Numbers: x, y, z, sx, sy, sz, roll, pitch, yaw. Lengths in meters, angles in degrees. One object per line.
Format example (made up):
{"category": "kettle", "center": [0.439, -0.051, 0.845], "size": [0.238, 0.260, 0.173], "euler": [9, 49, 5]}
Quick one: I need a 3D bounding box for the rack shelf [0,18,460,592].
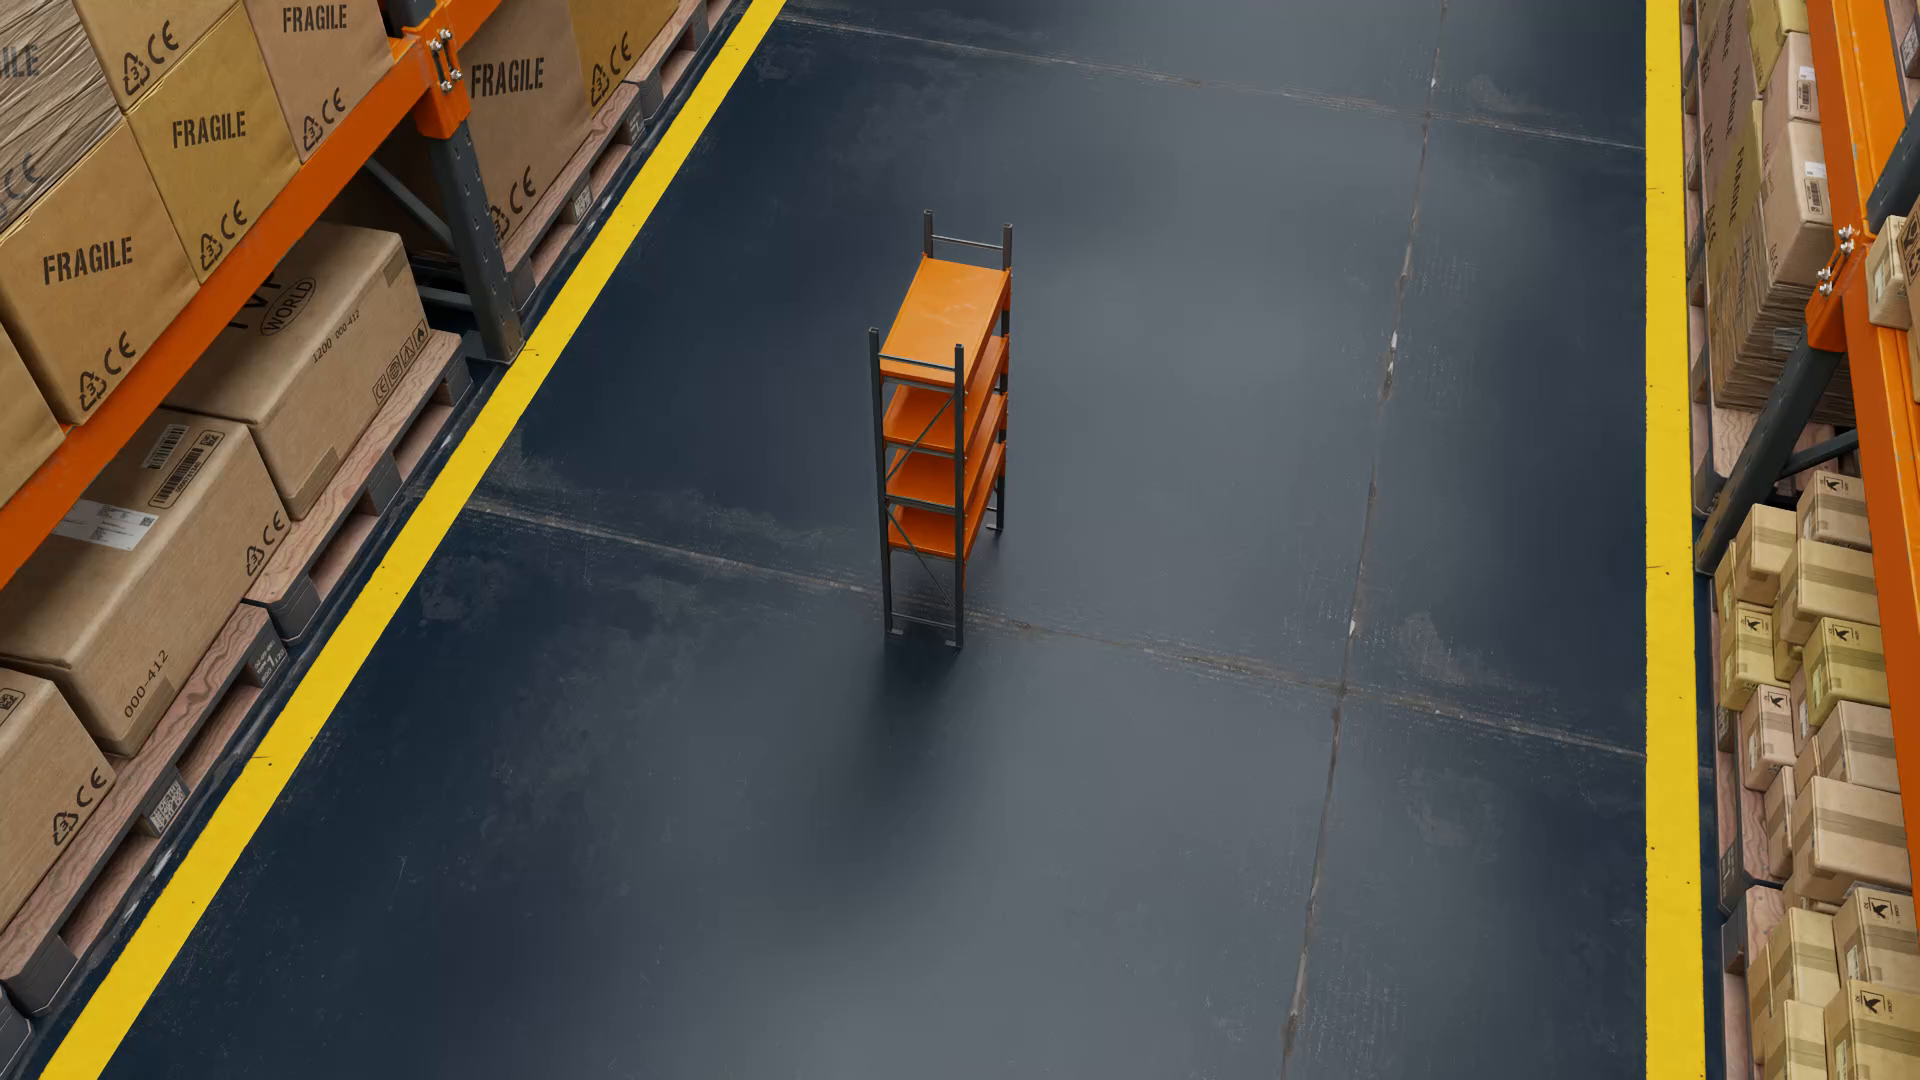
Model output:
{"category": "rack shelf", "center": [-2.553, -0.051, 3.774], "size": [1.077, 0.370, 4.000], "euler": [12, 50, 10]}

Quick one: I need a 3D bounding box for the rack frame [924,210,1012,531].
{"category": "rack frame", "center": [0.021, -0.454, 4.850], "size": [0.240, 1.200, 0.015], "euler": [12, 50, 10]}

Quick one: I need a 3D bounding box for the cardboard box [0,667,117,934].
{"category": "cardboard box", "center": [-2.769, 0.706, 4.055], "size": [0.875, 0.438, 0.875], "euler": [13, 50, 11]}

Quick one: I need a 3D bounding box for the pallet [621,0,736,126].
{"category": "pallet", "center": [-1.577, -2.271, 7.114], "size": [1.003, 0.211, 1.213], "euler": [12, 50, 10]}

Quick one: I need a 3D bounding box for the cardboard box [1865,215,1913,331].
{"category": "cardboard box", "center": [2.385, -0.608, 3.954], "size": [0.380, 0.149, 0.250], "euler": [13, 50, 11]}

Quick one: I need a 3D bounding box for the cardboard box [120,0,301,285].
{"category": "cardboard box", "center": [-2.032, -1.009, 4.074], "size": [0.500, 0.500, 0.500], "euler": [10, 49, 9]}

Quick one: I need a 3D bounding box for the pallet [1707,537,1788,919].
{"category": "pallet", "center": [2.633, 0.584, 4.594], "size": [1.003, 0.211, 1.213], "euler": [12, 50, 10]}

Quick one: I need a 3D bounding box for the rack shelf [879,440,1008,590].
{"category": "rack shelf", "center": [-0.044, -0.101, 4.894], "size": [0.258, 0.148, 0.480], "euler": [12, 50, 10]}

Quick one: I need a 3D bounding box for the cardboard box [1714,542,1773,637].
{"category": "cardboard box", "center": [2.370, 0.173, 4.718], "size": [0.380, 0.149, 0.250], "euler": [10, 49, 8]}

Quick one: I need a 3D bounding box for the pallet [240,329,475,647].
{"category": "pallet", "center": [-2.302, -0.278, 5.355], "size": [1.003, 0.211, 1.213], "euler": [12, 50, 10]}

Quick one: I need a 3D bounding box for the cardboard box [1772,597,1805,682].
{"category": "cardboard box", "center": [2.392, 0.274, 4.431], "size": [0.380, 0.149, 0.250], "euler": [12, 50, 10]}

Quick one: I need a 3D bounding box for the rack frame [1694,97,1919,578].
{"category": "rack frame", "center": [2.776, -0.832, 3.983], "size": [1.000, 3.000, 0.127], "euler": [12, 50, 10]}

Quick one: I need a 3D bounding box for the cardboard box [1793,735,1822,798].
{"category": "cardboard box", "center": [2.288, 0.652, 4.097], "size": [0.380, 0.149, 0.250], "euler": [9, 49, 8]}

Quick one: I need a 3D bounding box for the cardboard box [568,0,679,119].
{"category": "cardboard box", "center": [-1.710, -2.291, 6.408], "size": [0.875, 0.875, 0.875], "euler": [13, 50, 11]}

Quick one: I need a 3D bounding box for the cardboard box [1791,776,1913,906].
{"category": "cardboard box", "center": [2.144, 0.725, 3.834], "size": [0.380, 0.149, 0.250], "euler": [13, 50, 11]}

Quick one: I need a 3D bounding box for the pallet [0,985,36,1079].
{"category": "pallet", "center": [-2.944, 1.487, 3.797], "size": [1.003, 0.211, 1.213], "euler": [12, 50, 10]}

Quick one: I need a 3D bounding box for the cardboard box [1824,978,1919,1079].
{"category": "cardboard box", "center": [2.049, 1.109, 3.495], "size": [0.380, 0.149, 0.250], "euler": [12, 50, 10]}

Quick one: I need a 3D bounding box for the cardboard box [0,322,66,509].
{"category": "cardboard box", "center": [-2.303, -0.267, 3.419], "size": [0.500, 0.500, 0.500], "euler": [13, 50, 11]}

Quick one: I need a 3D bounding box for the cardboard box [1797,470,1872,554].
{"category": "cardboard box", "center": [2.485, -0.016, 4.488], "size": [0.380, 0.149, 0.250], "euler": [13, 50, 12]}

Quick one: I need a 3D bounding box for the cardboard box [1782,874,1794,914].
{"category": "cardboard box", "center": [2.229, 0.950, 4.032], "size": [0.380, 0.149, 0.250], "euler": [10, 49, 8]}

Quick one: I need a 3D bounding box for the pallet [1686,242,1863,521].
{"category": "pallet", "center": [2.979, -0.473, 5.526], "size": [1.003, 0.211, 1.213], "euler": [12, 50, 10]}

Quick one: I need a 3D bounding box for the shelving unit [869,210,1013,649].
{"category": "shelving unit", "center": [-0.044, -0.277, 4.694], "size": [0.258, 1.200, 0.503], "euler": [12, 50, 10]}

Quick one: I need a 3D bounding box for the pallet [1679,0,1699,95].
{"category": "pallet", "center": [3.621, -2.237, 7.084], "size": [1.003, 0.211, 1.213], "euler": [12, 50, 10]}

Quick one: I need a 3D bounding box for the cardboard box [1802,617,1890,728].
{"category": "cardboard box", "center": [2.336, 0.364, 4.152], "size": [0.380, 0.149, 0.250], "euler": [11, 49, 10]}

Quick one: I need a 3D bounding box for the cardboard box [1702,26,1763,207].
{"category": "cardboard box", "center": [3.002, -1.470, 5.934], "size": [0.500, 0.500, 0.500], "euler": [11, 49, 9]}

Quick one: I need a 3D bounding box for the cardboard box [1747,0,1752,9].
{"category": "cardboard box", "center": [3.137, -2.112, 6.000], "size": [0.500, 0.250, 0.500], "euler": [12, 50, 10]}

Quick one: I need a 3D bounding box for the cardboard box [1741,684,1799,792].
{"category": "cardboard box", "center": [2.285, 0.555, 4.381], "size": [0.380, 0.149, 0.250], "euler": [11, 50, 10]}

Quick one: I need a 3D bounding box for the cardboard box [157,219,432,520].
{"category": "cardboard box", "center": [-2.295, -0.594, 5.202], "size": [0.875, 0.438, 0.875], "euler": [11, 49, 9]}

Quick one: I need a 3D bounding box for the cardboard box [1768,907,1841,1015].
{"category": "cardboard box", "center": [2.066, 1.016, 3.775], "size": [0.380, 0.149, 0.250], "euler": [11, 50, 10]}

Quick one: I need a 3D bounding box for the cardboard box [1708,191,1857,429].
{"category": "cardboard box", "center": [2.727, -0.729, 5.280], "size": [0.500, 0.500, 0.500], "euler": [11, 49, 9]}

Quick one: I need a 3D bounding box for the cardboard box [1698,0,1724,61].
{"category": "cardboard box", "center": [3.267, -2.211, 6.588], "size": [0.500, 0.500, 0.500], "euler": [12, 50, 10]}

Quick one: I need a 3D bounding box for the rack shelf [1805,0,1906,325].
{"category": "rack shelf", "center": [3.302, -2.040, 5.530], "size": [1.077, 0.370, 4.000], "euler": [12, 50, 10]}

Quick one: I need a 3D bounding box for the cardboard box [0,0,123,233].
{"category": "cardboard box", "center": [-2.150, -0.968, 3.370], "size": [0.500, 0.500, 0.500], "euler": [12, 50, 11]}

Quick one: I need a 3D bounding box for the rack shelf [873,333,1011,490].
{"category": "rack shelf", "center": [-0.044, -0.381, 4.577], "size": [0.258, 0.148, 0.480], "euler": [12, 50, 10]}

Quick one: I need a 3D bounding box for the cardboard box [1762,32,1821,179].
{"category": "cardboard box", "center": [2.876, -1.350, 5.327], "size": [0.500, 0.250, 0.500], "euler": [14, 50, 12]}
